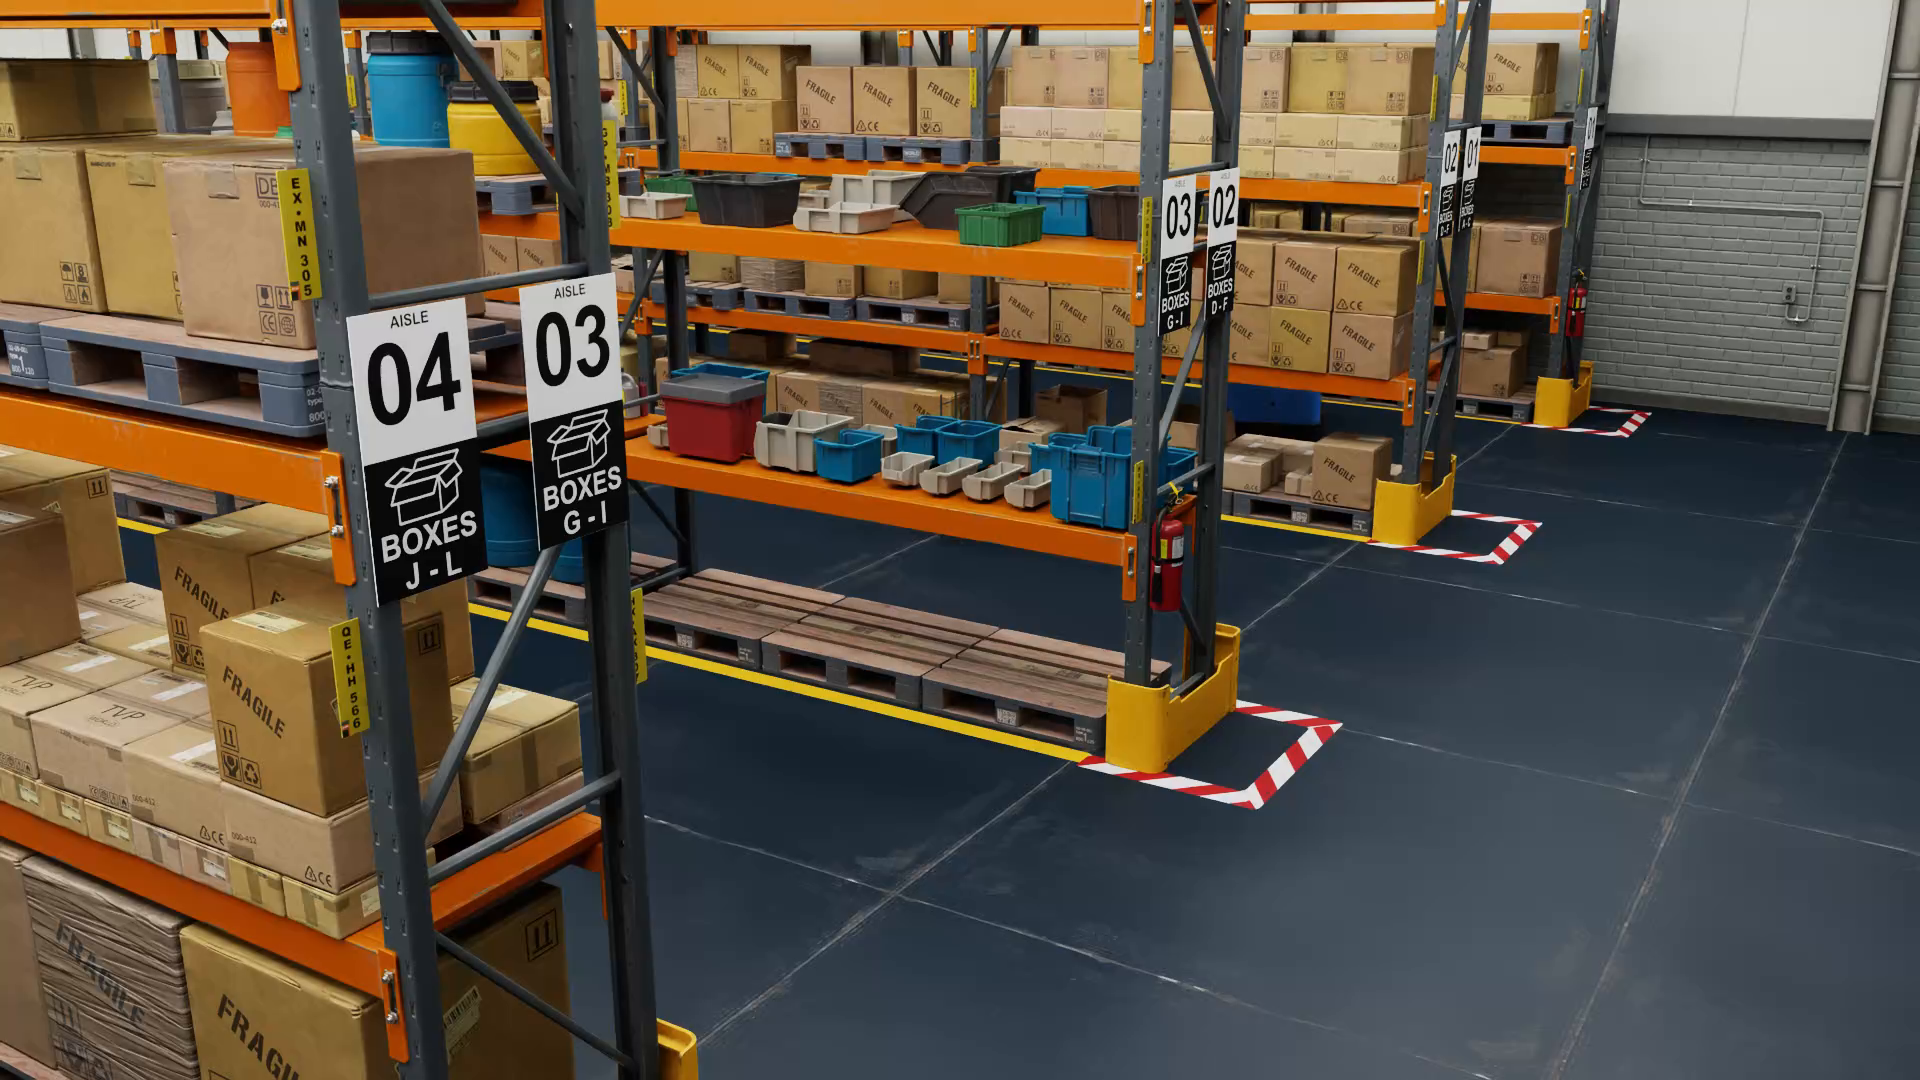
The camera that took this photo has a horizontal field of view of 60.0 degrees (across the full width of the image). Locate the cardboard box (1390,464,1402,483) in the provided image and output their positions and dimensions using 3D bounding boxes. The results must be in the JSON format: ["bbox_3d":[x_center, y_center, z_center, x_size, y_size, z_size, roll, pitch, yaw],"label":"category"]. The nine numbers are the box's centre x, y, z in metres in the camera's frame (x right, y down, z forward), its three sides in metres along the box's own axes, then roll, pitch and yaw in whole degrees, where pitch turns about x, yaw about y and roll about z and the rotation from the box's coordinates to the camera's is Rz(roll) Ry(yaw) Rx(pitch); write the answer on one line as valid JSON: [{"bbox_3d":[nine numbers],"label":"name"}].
[{"bbox_3d":[3.633,-0.533,14.124,0.250,0.149,0.380,10,20,30],"label":"cardboard box"}]

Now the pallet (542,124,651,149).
[{"bbox_3d":[-3.632,-4.181,17.148,1.003,0.211,1.213,11,20,33],"label":"pallet"}]

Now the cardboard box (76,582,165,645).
[{"bbox_3d":[-3.395,0.394,6.671,0.500,0.250,0.500,11,20,31],"label":"cardboard box"}]

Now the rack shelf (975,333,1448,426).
[{"bbox_3d":[2.106,-1.498,14.390,4.000,0.370,1.077,10,20,30],"label":"rack shelf"}]

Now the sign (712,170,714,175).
[{"bbox_3d":[-3.539,-5.283,23.620,0.005,0.325,0.100,10,20,30],"label":"sign"}]

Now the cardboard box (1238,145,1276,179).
[{"bbox_3d":[2.381,-3.066,13.411,0.500,0.250,0.500,10,20,30],"label":"cardboard box"}]

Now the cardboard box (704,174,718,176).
[{"bbox_3d":[-3.410,-4.763,22.973,0.500,0.500,0.700,10,20,30],"label":"cardboard box"}]

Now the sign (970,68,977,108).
[{"bbox_3d":[0.114,-3.880,14.264,0.005,0.325,0.100,10,20,30],"label":"sign"}]

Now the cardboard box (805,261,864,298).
[{"bbox_3d":[-1.136,-2.649,16.046,0.500,0.500,0.700,5,18,16],"label":"cardboard box"}]

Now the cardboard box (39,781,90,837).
[{"bbox_3d":[-2.946,0.868,5.795,0.250,0.149,0.380,10,20,30],"label":"cardboard box"}]

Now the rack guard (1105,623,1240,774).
[{"bbox_3d":[1.242,0.885,9.609,0.348,0.500,1.175,10,20,30],"label":"rack guard"}]

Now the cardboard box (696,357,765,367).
[{"bbox_3d":[-2.320,-1.551,16.871,0.500,0.500,0.500,9,19,28],"label":"cardboard box"}]

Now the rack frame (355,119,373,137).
[{"bbox_3d":[-6.416,-3.363,19.293,0.127,3.000,1.000,10,20,30],"label":"rack frame"}]

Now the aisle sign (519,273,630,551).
[{"bbox_3d":[-1.159,-0.392,5.039,0.004,0.787,0.394,10,20,30],"label":"aisle sign"}]

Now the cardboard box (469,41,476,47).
[{"bbox_3d":[-7.034,-7.052,24.347,0.500,0.500,0.500,9,19,26],"label":"cardboard box"}]

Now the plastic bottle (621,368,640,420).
[{"bbox_3d":[-2.359,-1.037,11.718,0.185,0.351,0.144,10,20,30],"label":"plastic bottle"}]

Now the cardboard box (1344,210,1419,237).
[{"bbox_3d":[4.689,-3.210,18.273,0.700,0.700,0.980,9,19,27],"label":"cardboard box"}]

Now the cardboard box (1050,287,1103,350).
[{"bbox_3d":[1.131,-1.972,14.541,0.500,0.500,0.500,11,20,31],"label":"cardboard box"}]

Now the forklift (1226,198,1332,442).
[{"bbox_3d":[3.215,-2.666,17.116,1.130,2.935,3.031,3,17,10],"label":"forklift"}]

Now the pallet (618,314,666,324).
[{"bbox_3d":[-4.417,-3.350,24.046,1.213,0.211,1.003,10,20,30],"label":"pallet"}]

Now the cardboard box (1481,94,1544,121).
[{"bbox_3d":[5.636,-4.423,16.985,0.500,0.250,0.500,11,20,32],"label":"cardboard box"}]

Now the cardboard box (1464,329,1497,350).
[{"bbox_3d":[5.546,-2.137,17.717,0.250,0.149,0.380,10,19,29],"label":"cardboard box"}]

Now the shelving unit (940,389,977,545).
[{"bbox_3d":[-0.012,-0.576,13.214,0.189,1.200,0.258,10,20,30],"label":"shelving unit"}]

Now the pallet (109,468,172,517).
[{"bbox_3d":[-7.278,-0.508,14.690,1.213,0.211,1.003,10,20,30],"label":"pallet"}]

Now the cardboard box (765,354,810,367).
[{"bbox_3d":[-1.647,-1.607,17.053,0.500,0.500,0.500,9,19,28],"label":"cardboard box"}]

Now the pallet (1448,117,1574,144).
[{"bbox_3d":[5.762,-4.269,17.265,1.213,0.211,1.003,10,20,30],"label":"pallet"}]

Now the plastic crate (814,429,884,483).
[{"bbox_3d":[-0.670,-0.509,10.082,0.300,0.233,0.416,10,20,30],"label":"plastic crate"}]

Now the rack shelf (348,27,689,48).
[{"bbox_3d":[-4.711,-5.394,17.582,4.000,0.370,1.077,10,20,30],"label":"rack shelf"}]

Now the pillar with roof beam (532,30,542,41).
[{"bbox_3d":[-8.439,-7.111,21.309,0.400,9.000,9.100,10,20,30],"label":"pillar with roof beam"}]

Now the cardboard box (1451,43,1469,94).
[{"bbox_3d":[5.212,-4.859,17.129,0.500,0.500,0.500,11,20,32],"label":"cardboard box"}]

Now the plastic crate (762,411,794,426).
[{"bbox_3d":[-1.100,-0.714,10.940,0.590,0.125,0.437,10,20,30],"label":"plastic crate"}]

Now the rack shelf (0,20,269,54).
[{"bbox_3d":[-7.307,-4.168,13.545,4.000,0.370,1.077,10,20,30],"label":"rack shelf"}]

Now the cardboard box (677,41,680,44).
[{"bbox_3d":[-4.094,-6.707,23.213,0.500,0.500,0.500,11,20,31],"label":"cardboard box"}]

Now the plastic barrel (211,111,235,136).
[{"bbox_3d":[-5.707,-3.141,13.206,0.421,0.512,0.421,0,17,0],"label":"plastic barrel"}]

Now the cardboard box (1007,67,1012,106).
[{"bbox_3d":[0.969,-5.461,20.110,0.500,0.500,0.700,11,20,33],"label":"cardboard box"}]

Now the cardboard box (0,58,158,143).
[{"bbox_3d":[-3.094,-1.486,5.593,0.500,0.250,0.500,9,19,28],"label":"cardboard box"}]

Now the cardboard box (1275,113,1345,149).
[{"bbox_3d":[2.812,-3.232,13.097,0.500,0.250,0.500,10,20,30],"label":"cardboard box"}]

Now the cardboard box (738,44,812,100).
[{"bbox_3d":[-1.770,-4.493,15.960,0.500,0.500,0.500,10,20,30],"label":"cardboard box"}]

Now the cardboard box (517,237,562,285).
[{"bbox_3d":[-4.445,-3.054,18.102,0.500,0.500,0.500,9,19,27],"label":"cardboard box"}]

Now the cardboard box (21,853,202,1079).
[{"bbox_3d":[-2.740,1.515,6.167,0.875,0.875,0.875,10,20,30],"label":"cardboard box"}]

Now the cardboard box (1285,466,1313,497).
[{"bbox_3d":[2.920,-0.499,13.979,0.250,0.166,0.380,10,20,30],"label":"cardboard box"}]

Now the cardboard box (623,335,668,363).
[{"bbox_3d":[-3.300,-2.061,18.049,0.500,0.311,0.500,11,20,32],"label":"cardboard box"}]

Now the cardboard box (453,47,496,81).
[{"bbox_3d":[-5.413,-5.102,18.101,0.500,0.500,0.500,12,21,35],"label":"cardboard box"}]

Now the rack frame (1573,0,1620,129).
[{"bbox_3d":[6.399,-5.636,16.453,0.127,3.000,1.000,10,20,30],"label":"rack frame"}]

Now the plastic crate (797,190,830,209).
[{"bbox_3d":[-0.911,-2.130,10.526,0.466,0.136,0.293,10,20,30],"label":"plastic crate"}]

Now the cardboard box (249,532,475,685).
[{"bbox_3d":[-2.071,0.269,5.789,0.500,0.500,0.500,10,19,29],"label":"cardboard box"}]

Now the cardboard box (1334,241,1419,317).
[{"bbox_3d":[3.287,-2.064,13.123,0.500,0.500,0.500,10,20,30],"label":"cardboard box"}]

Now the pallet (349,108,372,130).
[{"bbox_3d":[-7.156,-4.880,19.276,1.213,0.211,1.003,10,20,30],"label":"pallet"}]

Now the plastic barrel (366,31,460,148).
[{"bbox_3d":[-3.729,-3.018,11.410,0.708,0.901,0.600,10,20,30],"label":"plastic barrel"}]

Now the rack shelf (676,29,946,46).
[{"bbox_3d":[-2.122,-6.622,21.623,4.000,0.370,1.077,10,20,30],"label":"rack shelf"}]

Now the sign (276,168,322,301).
[{"bbox_3d":[-1.674,-0.774,4.220,0.005,0.325,0.100,10,20,30],"label":"sign"}]

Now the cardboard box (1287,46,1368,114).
[{"bbox_3d":[2.982,-3.671,13.251,0.500,0.500,0.700,10,20,30],"label":"cardboard box"}]

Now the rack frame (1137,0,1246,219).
[{"bbox_3d":[1.214,-3.182,8.375,0.127,3.000,1.000,10,20,30],"label":"rack frame"}]

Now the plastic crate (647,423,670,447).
[{"bbox_3d":[-1.872,-0.717,10.930,0.243,0.136,0.396,10,20,30],"label":"plastic crate"}]
